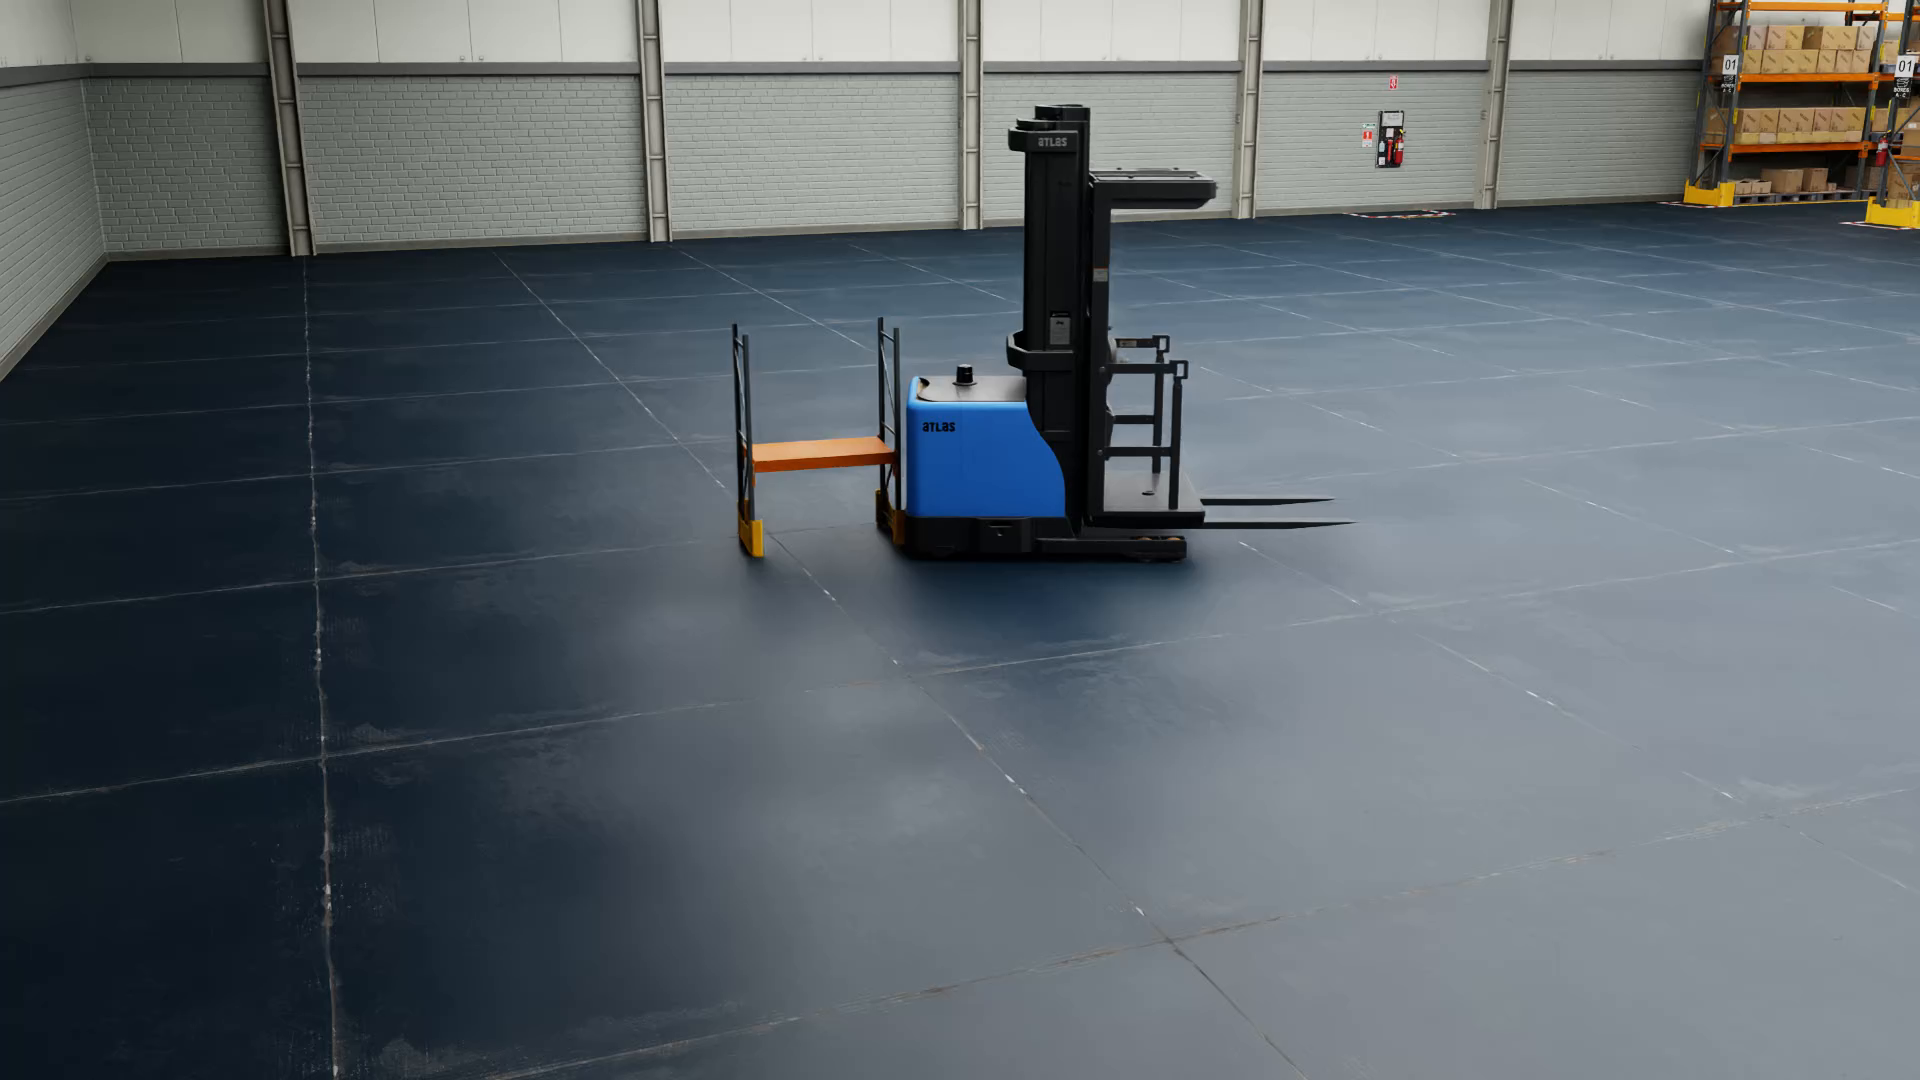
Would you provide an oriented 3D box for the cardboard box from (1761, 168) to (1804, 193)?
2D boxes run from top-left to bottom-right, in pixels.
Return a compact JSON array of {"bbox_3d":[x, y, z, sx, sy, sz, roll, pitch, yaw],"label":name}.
[{"bbox_3d":[18.574,-8.129,37.613,0.500,0.500,0.700,-7,18,-24],"label":"cardboard box"}]

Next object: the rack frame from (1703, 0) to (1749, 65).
[{"bbox_3d":[16.661,-11.832,35.918,0.127,3.000,1.000,-6,17,-20],"label":"rack frame"}]

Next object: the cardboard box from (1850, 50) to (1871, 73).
[{"bbox_3d":[20.010,-10.737,37.301,0.500,0.500,0.500,-6,17,-19],"label":"cardboard box"}]

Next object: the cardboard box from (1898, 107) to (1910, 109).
[{"bbox_3d":[22.011,-9.787,38.644,0.500,0.500,0.700,-4,17,-12],"label":"cardboard box"}]

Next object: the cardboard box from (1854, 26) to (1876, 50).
[{"bbox_3d":[20.025,-11.211,37.141,0.500,0.500,0.500,-8,18,-25],"label":"cardboard box"}]

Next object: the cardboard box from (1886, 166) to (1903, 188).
[{"bbox_3d":[21.542,-8.512,38.916,0.500,0.500,0.700,-7,18,-21],"label":"cardboard box"}]

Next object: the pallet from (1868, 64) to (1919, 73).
[{"bbox_3d":[21.010,-10.740,37.856,1.003,0.211,1.213,-6,17,-20],"label":"pallet"}]

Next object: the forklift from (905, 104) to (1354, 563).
[{"bbox_3d":[1.147,-1.406,11.185,3.031,2.935,1.130,0,16,0],"label":"forklift"}]

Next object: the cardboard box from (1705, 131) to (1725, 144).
[{"bbox_3d":[17.028,-8.989,37.115,0.500,0.250,0.500,-6,17,-19],"label":"cardboard box"}]

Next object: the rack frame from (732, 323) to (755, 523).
[{"bbox_3d":[-1.465,-0.685,11.270,0.032,1.500,0.500,-5,17,-16],"label":"rack frame"}]

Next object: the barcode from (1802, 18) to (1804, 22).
[{"bbox_3d":[18.944,-11.680,37.354,0.075,0.075,0.001,-6,17,-20],"label":"barcode"}]

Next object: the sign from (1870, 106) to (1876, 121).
[{"bbox_3d":[20.597,-9.630,37.531,0.005,0.325,0.100,-6,17,-20],"label":"sign"}]

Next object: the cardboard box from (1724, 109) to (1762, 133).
[{"bbox_3d":[17.214,-9.220,36.570,0.500,0.500,0.500,-6,17,-20],"label":"cardboard box"}]

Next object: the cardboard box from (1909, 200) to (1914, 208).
[{"bbox_3d":[19.017,-6.528,32.639,0.500,0.250,0.500,-6,17,-20],"label":"cardboard box"}]

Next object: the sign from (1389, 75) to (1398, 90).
[{"bbox_3d":[9.038,-9.545,34.664,0.199,0.298,0.001,-6,17,-20],"label":"sign"}]

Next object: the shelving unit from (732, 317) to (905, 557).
[{"bbox_3d":[-0.968,-0.726,11.408,1.083,1.500,0.587,-5,17,-16],"label":"shelving unit"}]

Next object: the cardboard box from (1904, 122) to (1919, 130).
[{"bbox_3d":[18.725,-8.098,32.522,0.250,0.149,0.380,-6,18,-21],"label":"cardboard box"}]

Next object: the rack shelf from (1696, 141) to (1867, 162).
[{"bbox_3d":[18.528,-8.810,37.551,4.000,0.370,1.077,-6,17,-20],"label":"rack shelf"}]

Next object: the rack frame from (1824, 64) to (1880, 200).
[{"bbox_3d":[20.396,-9.356,38.136,0.127,3.000,1.000,-6,17,-20],"label":"rack frame"}]

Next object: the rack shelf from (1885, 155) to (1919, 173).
[{"bbox_3d":[20.304,-7.507,33.114,4.000,0.370,1.077,-6,17,-20],"label":"rack shelf"}]

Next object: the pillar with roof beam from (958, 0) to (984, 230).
[{"bbox_3d":[1.737,-9.182,26.896,0.400,9.000,9.100,-6,17,-20],"label":"pillar with roof beam"}]

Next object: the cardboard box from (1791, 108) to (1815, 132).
[{"bbox_3d":[18.642,-9.372,37.090,0.500,0.500,0.500,-6,17,-18],"label":"cardboard box"}]

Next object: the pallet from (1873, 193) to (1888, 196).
[{"bbox_3d":[22.263,-8.221,39.220,1.213,0.211,1.003,-6,17,-20],"label":"pallet"}]

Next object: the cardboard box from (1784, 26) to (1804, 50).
[{"bbox_3d":[18.068,-10.996,36.410,0.500,0.500,0.500,-6,17,-19],"label":"cardboard box"}]

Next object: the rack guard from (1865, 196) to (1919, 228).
[{"bbox_3d":[18.414,-6.448,32.670,0.348,0.500,1.175,-6,17,-20],"label":"rack guard"}]

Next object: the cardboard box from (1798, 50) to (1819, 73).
[{"bbox_3d":[18.553,-10.576,36.751,0.500,0.500,0.500,-5,17,-17],"label":"cardboard box"}]

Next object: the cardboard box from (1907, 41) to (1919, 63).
[{"bbox_3d":[22.087,-11.204,38.180,0.500,0.500,0.500,-7,18,-22],"label":"cardboard box"}]

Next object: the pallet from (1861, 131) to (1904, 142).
[{"bbox_3d":[21.162,-9.303,38.295,1.213,0.211,1.003,-6,17,-20],"label":"pallet"}]

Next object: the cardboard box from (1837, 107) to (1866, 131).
[{"bbox_3d":[20.065,-9.525,37.609,0.500,0.500,0.500,-6,17,-20],"label":"cardboard box"}]

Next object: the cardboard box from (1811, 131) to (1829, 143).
[{"bbox_3d":[19.130,-9.064,37.370,0.500,0.250,0.500,-6,17,-20],"label":"cardboard box"}]

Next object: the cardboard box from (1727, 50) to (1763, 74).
[{"bbox_3d":[17.062,-10.418,36.214,0.500,0.500,0.500,-6,17,-19],"label":"cardboard box"}]

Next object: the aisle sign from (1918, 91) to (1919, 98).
[{"bbox_3d":[18.485,-8.810,31.662,0.004,0.787,0.394,-6,17,-20],"label":"aisle sign"}]

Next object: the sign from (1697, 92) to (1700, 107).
[{"bbox_3d":[16.481,-9.808,37.059,0.005,0.325,0.100,-6,17,-20],"label":"sign"}]

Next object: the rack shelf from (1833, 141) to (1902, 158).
[{"bbox_3d":[22.263,-9.213,38.924,4.000,0.370,1.077,-6,17,-20],"label":"rack shelf"}]

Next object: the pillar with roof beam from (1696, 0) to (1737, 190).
[{"bbox_3d":[18.545,-10.997,33.076,0.400,9.000,9.100,-6,17,-20],"label":"pillar with roof beam"}]

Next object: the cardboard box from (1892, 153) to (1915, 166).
[{"bbox_3d":[21.972,-8.905,38.925,0.500,0.250,0.500,-7,18,-22],"label":"cardboard box"}]

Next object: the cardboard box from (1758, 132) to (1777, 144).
[{"bbox_3d":[17.710,-8.913,36.855,0.500,0.250,0.500,-7,18,-22],"label":"cardboard box"}]

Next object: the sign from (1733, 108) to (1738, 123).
[{"bbox_3d":[16.855,-9.226,36.155,0.005,0.325,0.100,-6,17,-20],"label":"sign"}]

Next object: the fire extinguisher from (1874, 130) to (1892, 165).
[{"bbox_3d":[18.160,-7.723,32.712,0.183,0.674,0.296,-6,17,-20],"label":"fire extinguisher"}]

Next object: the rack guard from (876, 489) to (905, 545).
[{"bbox_3d":[-0.490,-0.165,11.718,0.087,0.250,0.587,-5,17,-16],"label":"rack guard"}]
